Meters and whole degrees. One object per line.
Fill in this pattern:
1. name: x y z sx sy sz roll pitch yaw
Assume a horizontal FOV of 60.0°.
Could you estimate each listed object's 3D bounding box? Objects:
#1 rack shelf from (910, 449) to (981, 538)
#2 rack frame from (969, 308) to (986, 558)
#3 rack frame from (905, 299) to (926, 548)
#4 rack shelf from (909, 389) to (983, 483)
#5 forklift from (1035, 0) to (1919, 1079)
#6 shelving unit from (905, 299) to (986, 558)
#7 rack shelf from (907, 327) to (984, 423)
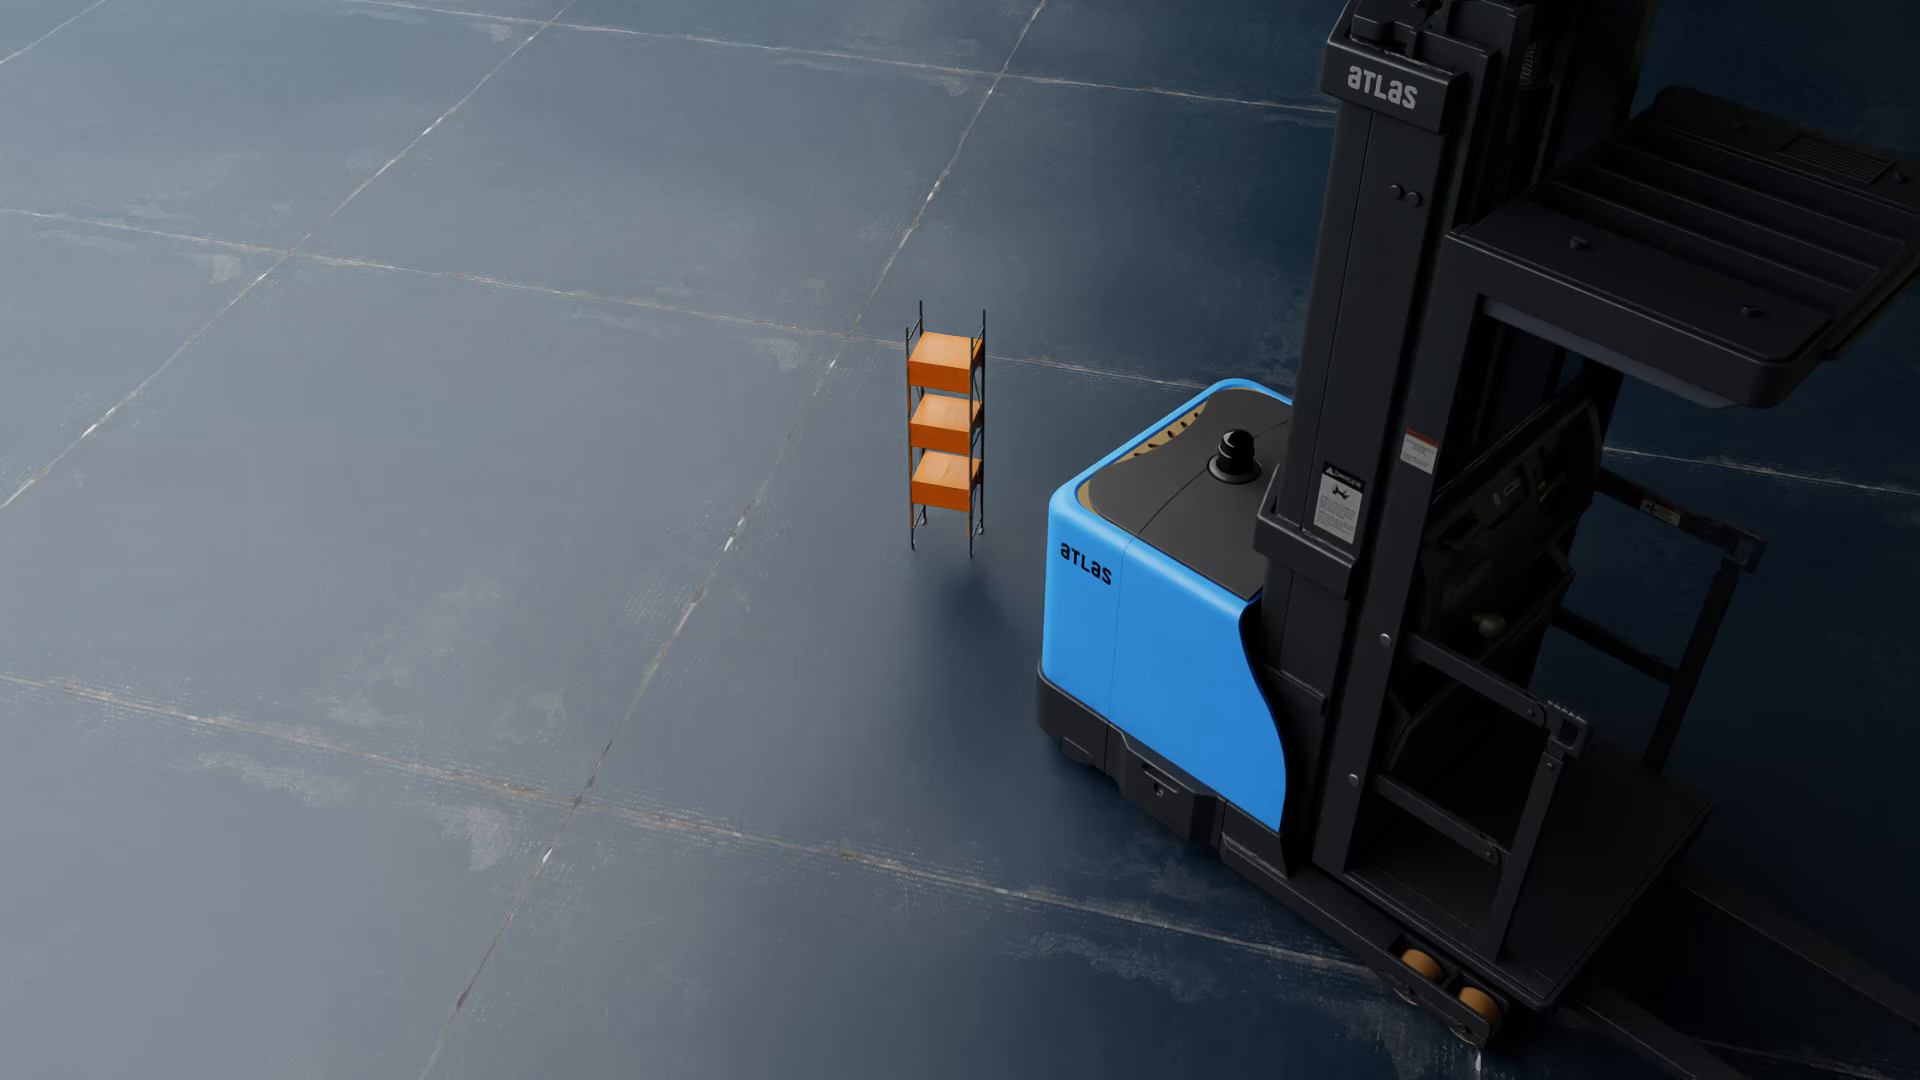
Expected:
1. rack shelf: -0.052 -0.190 6.609 0.240 0.259 0.215 10 41 11
2. rack frame: 0.066 -0.391 6.399 0.008 1.050 0.200 10 41 11
3. rack frame: -0.170 -0.431 6.447 0.008 1.050 0.200 10 41 11
4. rack shelf: -0.052 -0.403 6.430 0.240 0.259 0.215 10 41 11
5. forklift: 1.673 -0.003 4.475 3.031 2.935 1.130 32 50 32
6. shelving unit: -0.052 -0.411 6.423 0.252 1.050 0.215 10 41 11
7. rack shelf: -0.052 -0.620 6.247 0.240 0.259 0.215 10 41 11
